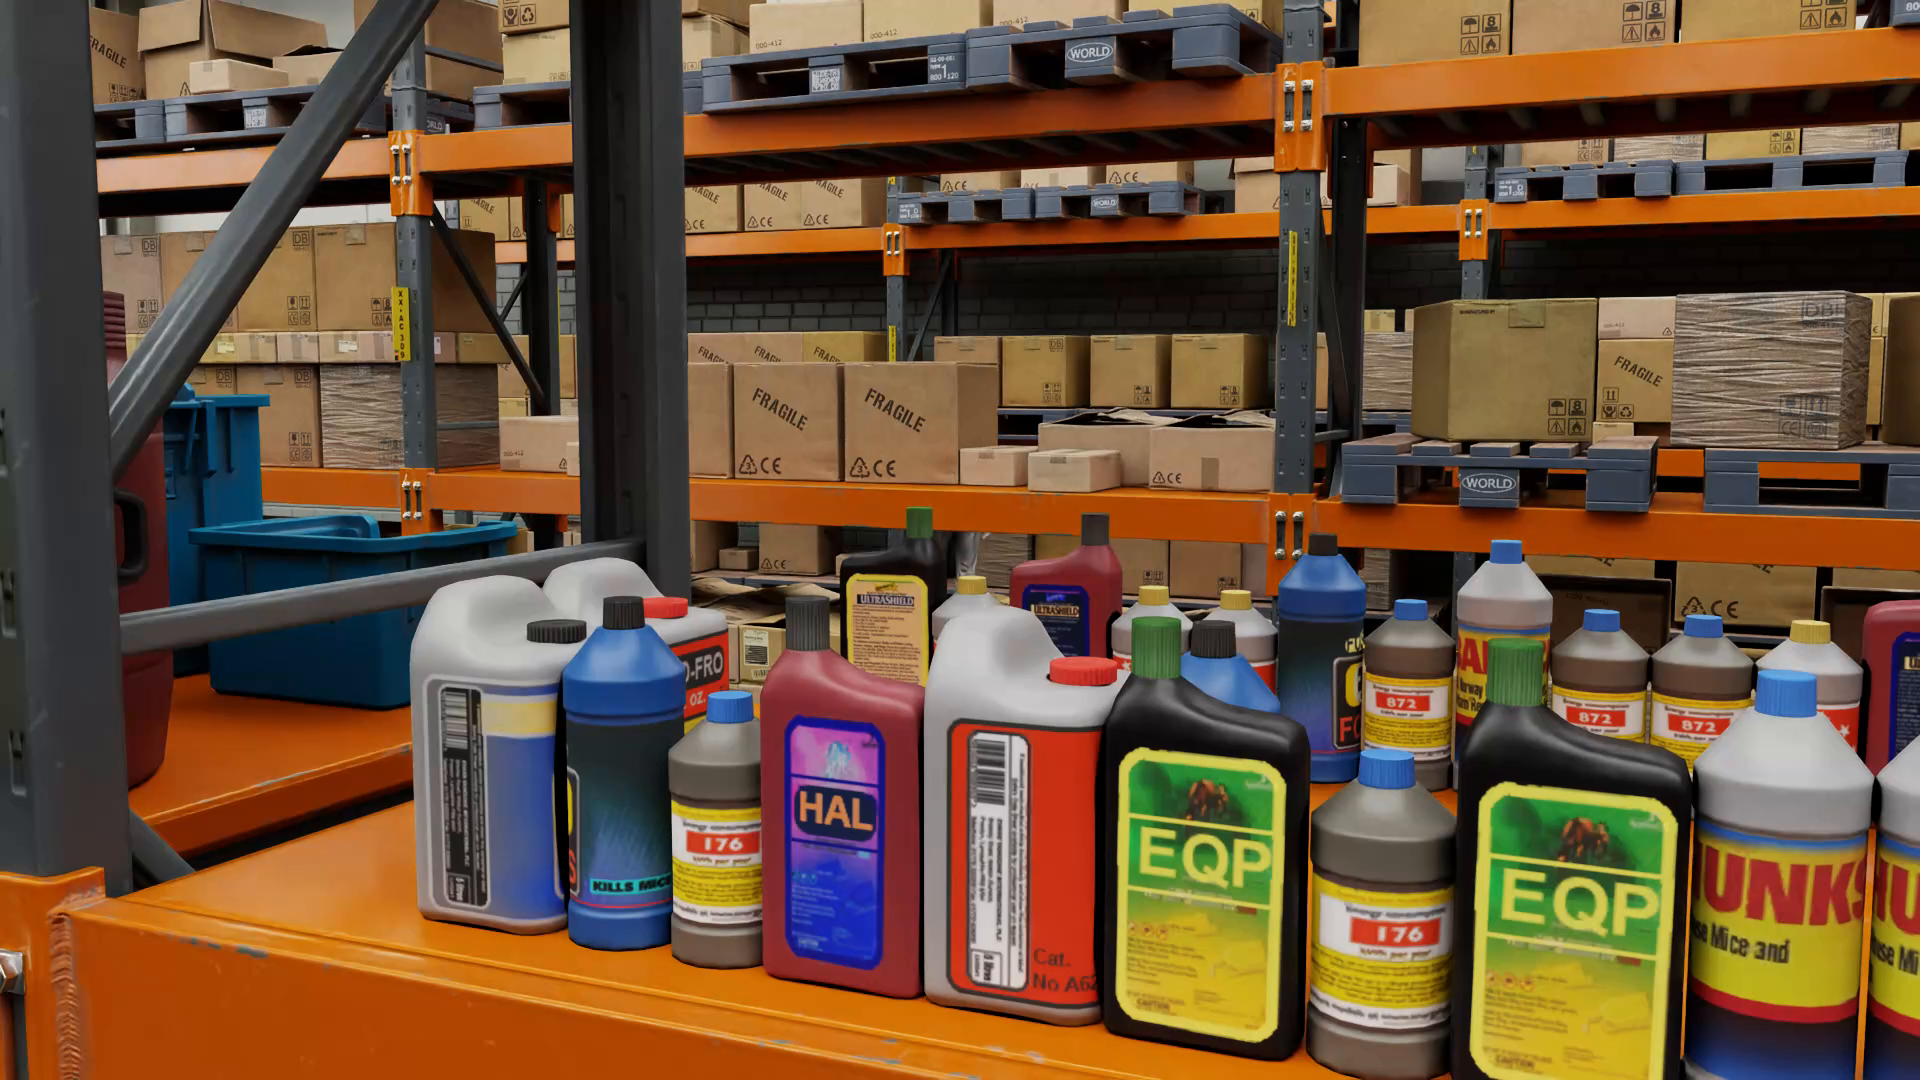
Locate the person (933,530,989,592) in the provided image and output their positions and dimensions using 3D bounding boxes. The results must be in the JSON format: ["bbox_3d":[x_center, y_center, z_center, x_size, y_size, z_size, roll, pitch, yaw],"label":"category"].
[{"bbox_3d":[-0.053,-0.168,10.827,0.503,1.662,0.660,-1,6,-10],"label":"person"}]
